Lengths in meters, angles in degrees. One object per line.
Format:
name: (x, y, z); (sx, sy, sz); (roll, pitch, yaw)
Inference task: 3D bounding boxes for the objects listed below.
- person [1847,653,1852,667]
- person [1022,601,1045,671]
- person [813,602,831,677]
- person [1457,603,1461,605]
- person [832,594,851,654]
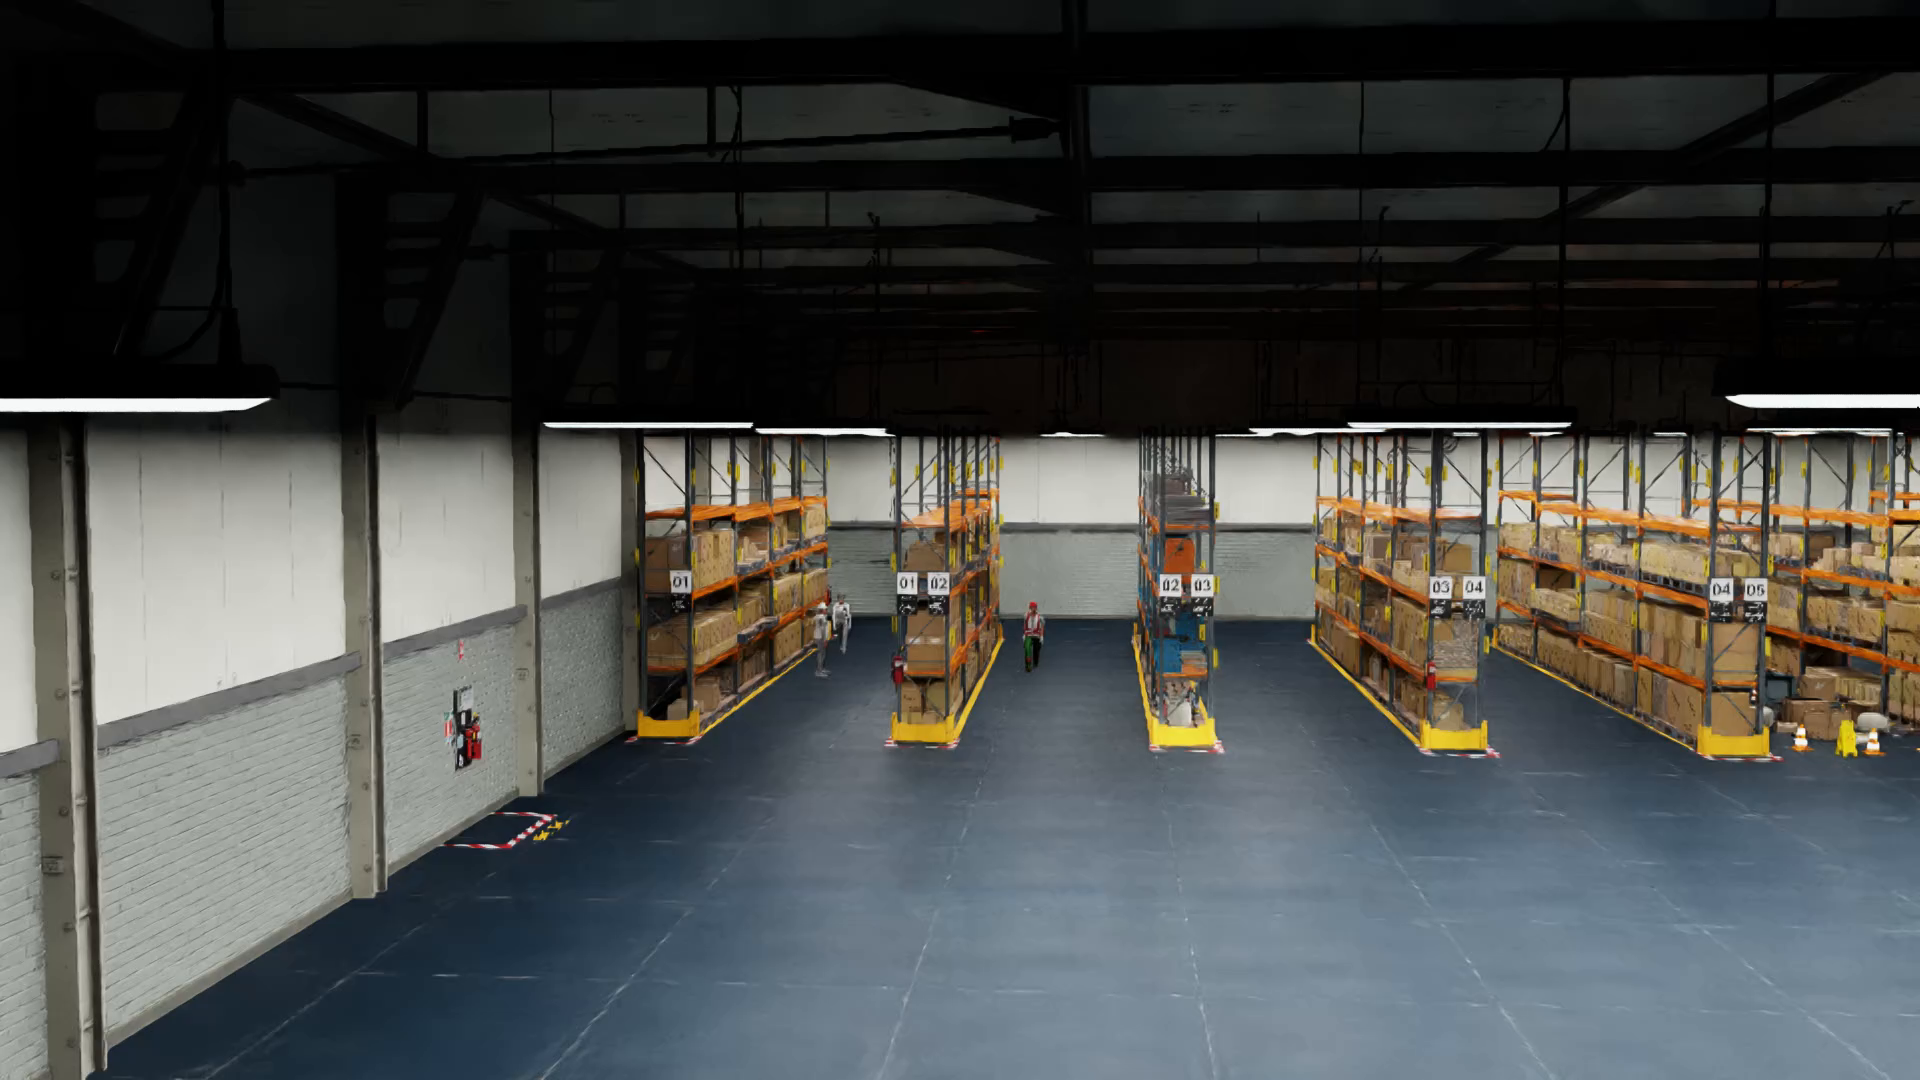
person: (21.474, 2.468, 40.270); (0.441, 1.584, 0.497); (-2, 4, -26)
person: (1.814, 2.357, 41.031); (0.550, 1.709, 1.123); (0, 3, 3)
person: (-3.284, 2.383, 40.034); (0.463, 1.782, 0.598); (-1, 4, -18)
person: (13.273, 2.200, 44.524); (0.420, 1.602, 0.506); (-1, 4, -20)
person: (-3.170, 2.211, 44.369); (0.495, 1.587, 1.086); (0, 3, 7)
